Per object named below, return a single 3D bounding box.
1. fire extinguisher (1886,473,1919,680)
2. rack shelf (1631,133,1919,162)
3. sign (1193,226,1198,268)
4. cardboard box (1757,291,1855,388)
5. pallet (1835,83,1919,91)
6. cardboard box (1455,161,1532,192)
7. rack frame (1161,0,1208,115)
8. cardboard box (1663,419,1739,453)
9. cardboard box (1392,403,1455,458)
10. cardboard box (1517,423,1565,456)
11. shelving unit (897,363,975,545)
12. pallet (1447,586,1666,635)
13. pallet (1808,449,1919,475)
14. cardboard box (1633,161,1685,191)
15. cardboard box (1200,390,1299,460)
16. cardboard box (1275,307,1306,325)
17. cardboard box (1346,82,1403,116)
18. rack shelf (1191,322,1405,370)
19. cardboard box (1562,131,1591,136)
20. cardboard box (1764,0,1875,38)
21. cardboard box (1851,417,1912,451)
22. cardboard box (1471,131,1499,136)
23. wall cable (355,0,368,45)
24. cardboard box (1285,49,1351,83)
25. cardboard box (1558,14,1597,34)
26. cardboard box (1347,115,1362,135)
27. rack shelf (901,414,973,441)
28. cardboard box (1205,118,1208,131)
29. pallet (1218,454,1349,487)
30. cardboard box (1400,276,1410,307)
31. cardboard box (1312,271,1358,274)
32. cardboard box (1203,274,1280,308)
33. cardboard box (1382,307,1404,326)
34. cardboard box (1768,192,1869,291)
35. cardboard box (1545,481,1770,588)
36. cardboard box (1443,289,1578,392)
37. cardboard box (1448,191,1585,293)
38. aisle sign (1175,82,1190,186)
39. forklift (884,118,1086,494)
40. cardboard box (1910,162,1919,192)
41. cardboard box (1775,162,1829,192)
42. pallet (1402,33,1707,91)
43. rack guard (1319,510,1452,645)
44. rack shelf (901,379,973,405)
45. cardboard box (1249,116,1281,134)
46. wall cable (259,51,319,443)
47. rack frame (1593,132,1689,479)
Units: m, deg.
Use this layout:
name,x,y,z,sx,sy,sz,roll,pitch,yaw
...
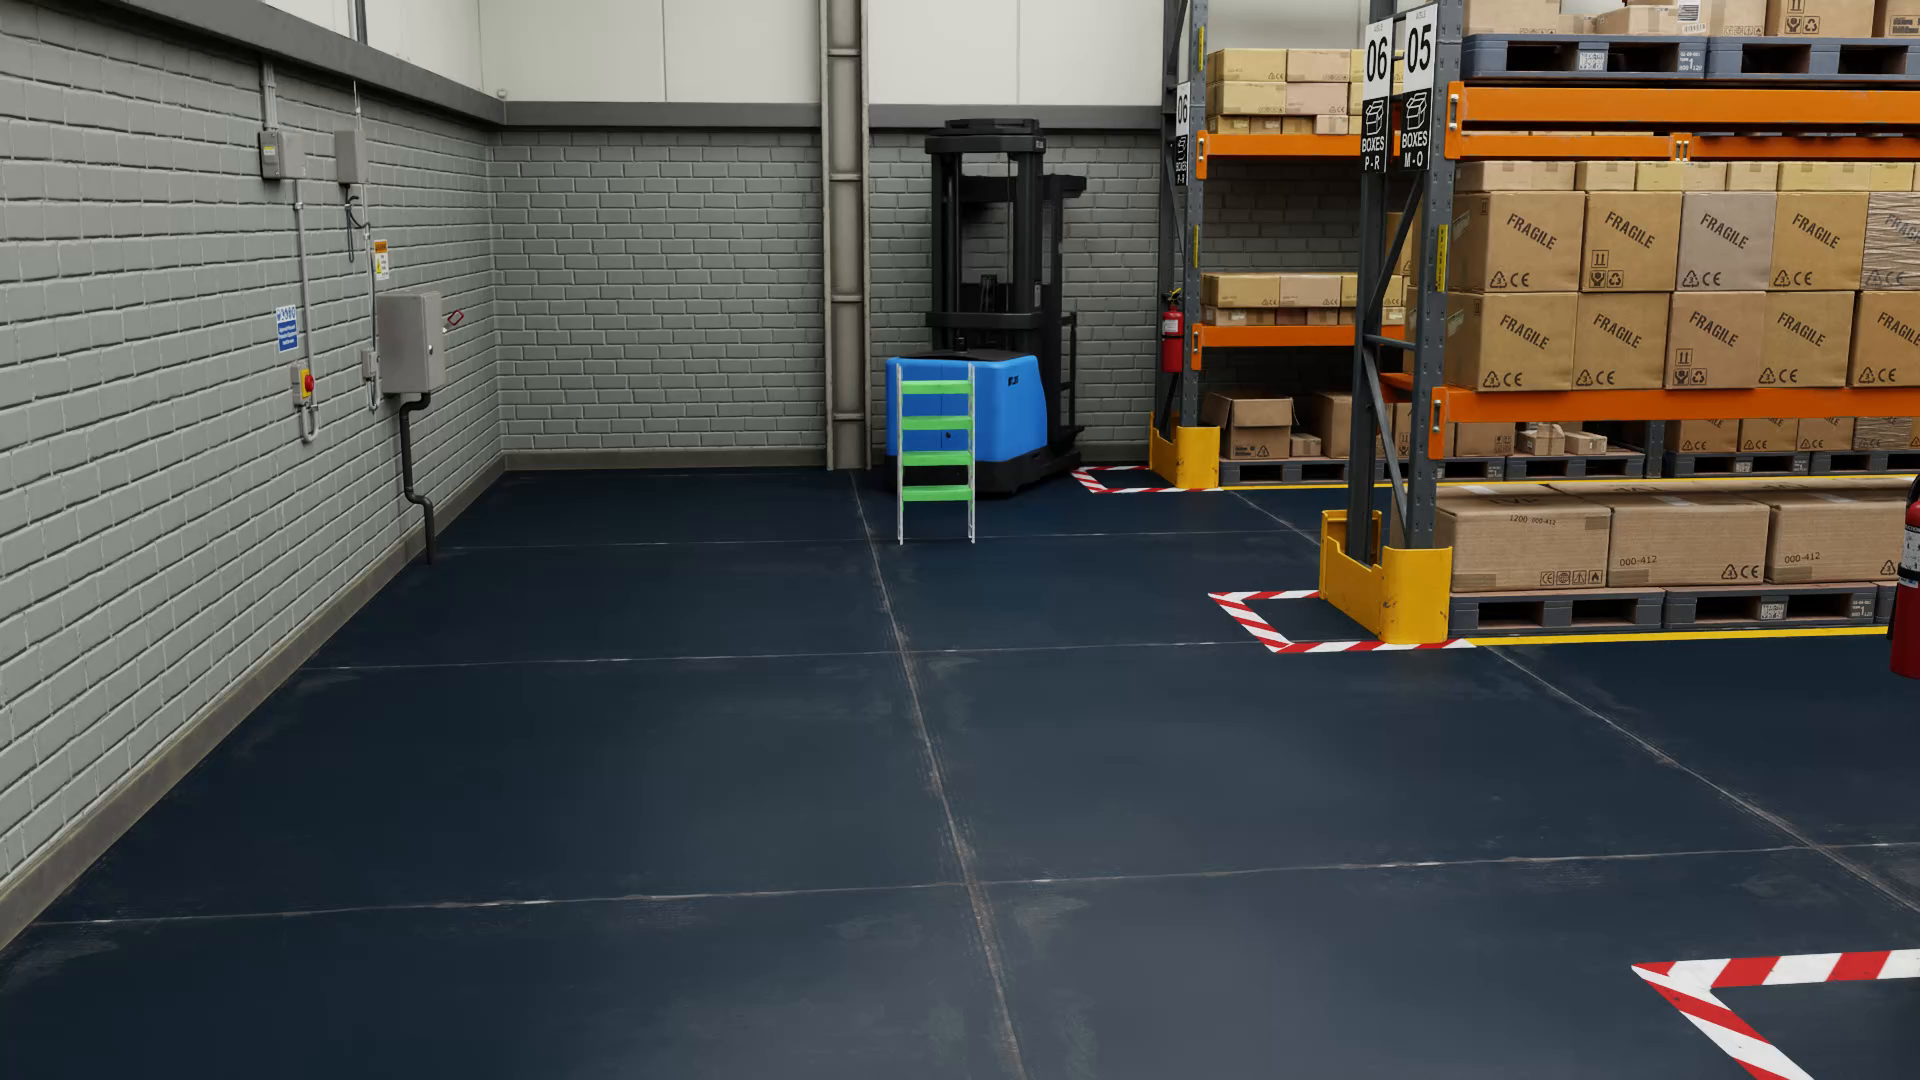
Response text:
name,x,y,z,sx,sy,sz,roll,pitch,yaw
fire extinguisher,2.675,0.041,4.552,0.183,0.674,0.296,-1,11,-6
rack shelf,7.766,-3.240,14.160,4.000,0.370,1.077,-1,11,-6
sign,1.859,-2.317,13.131,0.005,0.325,0.100,-1,11,-6
cardboard box,4.352,-1.085,8.850,0.500,0.500,0.500,-1,11,-4
pallet,5.502,-2.541,8.969,1.213,0.211,1.003,-1,11,-6
cardboard box,2.723,-1.856,8.502,0.250,0.149,0.380,-1,11,-5
rack frame,1.801,-4.940,13.166,0.127,3.000,1.000,-1,11,-6
cardboard box,6.282,-1.026,14.201,0.500,0.500,0.500,-1,11,-4
cardboard box,3.809,-0.972,13.928,0.500,0.500,0.500,-1,11,-5
cardboard box,4.900,-0.868,14.008,0.258,0.266,0.396,-1,11,-4
shelving unit,-0.165,-0.585,11.235,0.503,1.200,0.258,-1,11,-6
pallet,3.127,0.293,9.333,1.213,0.211,1.003,-1,11,-6
pallet,7.797,-0.761,14.693,1.213,0.211,1.003,-1,11,-6
cardboard box,3.507,-1.868,8.560,0.250,0.149,0.380,-2,11,-8
cardboard box,2.419,-0.972,13.917,0.637,0.503,0.797,-2,11,-8
cardboard box,2.662,-1.853,13.670,0.250,0.149,0.380,-1,11,-7
cardboard box,3.284,-3.520,13.337,0.500,0.250,0.500,-2,11,-8
rack shelf,3.789,-1.685,14.026,4.000,0.370,1.077,-1,11,-6
cardboard box,4.940,-3.355,13.534,0.250,0.149,0.380,-1,11,-4
cardboard box,4.361,-2.833,8.621,0.500,0.500,0.500,-1,11,-5
cardboard box,7.824,-1.058,14.364,0.500,0.500,0.500,-2,11,-8
cardboard box,4.177,-3.345,13.480,0.250,0.149,0.380,-1,11,-5
wall cable,-3.626,-4.513,10.898,0.133,3.039,2.988,-1,11,-6
cardboard box,2.777,-3.753,13.230,0.500,0.250,0.500,-1,11,-6
cardboard box,3.186,-2.698,8.845,0.250,0.149,0.380,-2,11,-10
cardboard box,3.176,-3.311,13.311,0.250,0.149,0.380,-1,11,-6
rack shelf,-0.165,-0.758,11.201,0.480,0.148,0.258,-1,11,-6
cardboard box,2.094,-3.395,13.739,0.250,0.149,0.380,-1,11,-5
pallet,2.669,-0.646,14.107,1.213,0.211,1.003,-1,11,-6
cardboard box,3.792,-2.062,13.701,0.500,0.250,0.500,-1,11,-8
cardboard box,3.235,-2.149,14.139,0.500,0.250,0.500,-1,11,-4
cardboard box,2.281,-2.026,13.515,0.500,0.250,0.500,-1,11,-6
cardboard box,3.443,-1.844,13.624,0.250,0.149,0.380,-2,11,-8
cardboard box,4.368,-1.574,8.747,0.500,0.500,0.500,-1,11,-6
cardboard box,3.895,-0.047,9.382,0.875,0.438,0.875,-1,11,-5
cardboard box,2.849,-1.048,8.664,0.500,0.500,0.500,-1,11,-7
cardboard box,2.848,-1.539,8.570,0.500,0.500,0.500,-1,11,-7
aisle sign,1.765,-3.214,13.200,0.004,0.787,0.394,-1,11,-6
forklift,0.414,-2.038,14.139,1.130,2.935,3.031,4,12,21
cardboard box,5.028,-1.909,8.770,0.250,0.149,0.380,-1,11,-7
cardboard box,4.270,-1.881,8.625,0.250,0.149,0.380,-1,11,-7
pallet,3.077,-2.490,8.711,1.213,0.211,1.003,-1,11,-6
rack guard,2.317,0.183,9.141,0.348,0.500,1.175,-1,11,-6
rack shelf,-0.165,-0.994,11.154,0.480,0.148,0.258,-1,11,-6
cardboard box,2.400,-3.317,13.339,0.250,0.149,0.380,-1,11,-5
wall cable,-3.263,-1.436,8.181,0.123,1.953,0.585,-1,11,-6
rack frame,5.777,-2.079,14.168,0.127,3.000,1.000,-1,11,-6
